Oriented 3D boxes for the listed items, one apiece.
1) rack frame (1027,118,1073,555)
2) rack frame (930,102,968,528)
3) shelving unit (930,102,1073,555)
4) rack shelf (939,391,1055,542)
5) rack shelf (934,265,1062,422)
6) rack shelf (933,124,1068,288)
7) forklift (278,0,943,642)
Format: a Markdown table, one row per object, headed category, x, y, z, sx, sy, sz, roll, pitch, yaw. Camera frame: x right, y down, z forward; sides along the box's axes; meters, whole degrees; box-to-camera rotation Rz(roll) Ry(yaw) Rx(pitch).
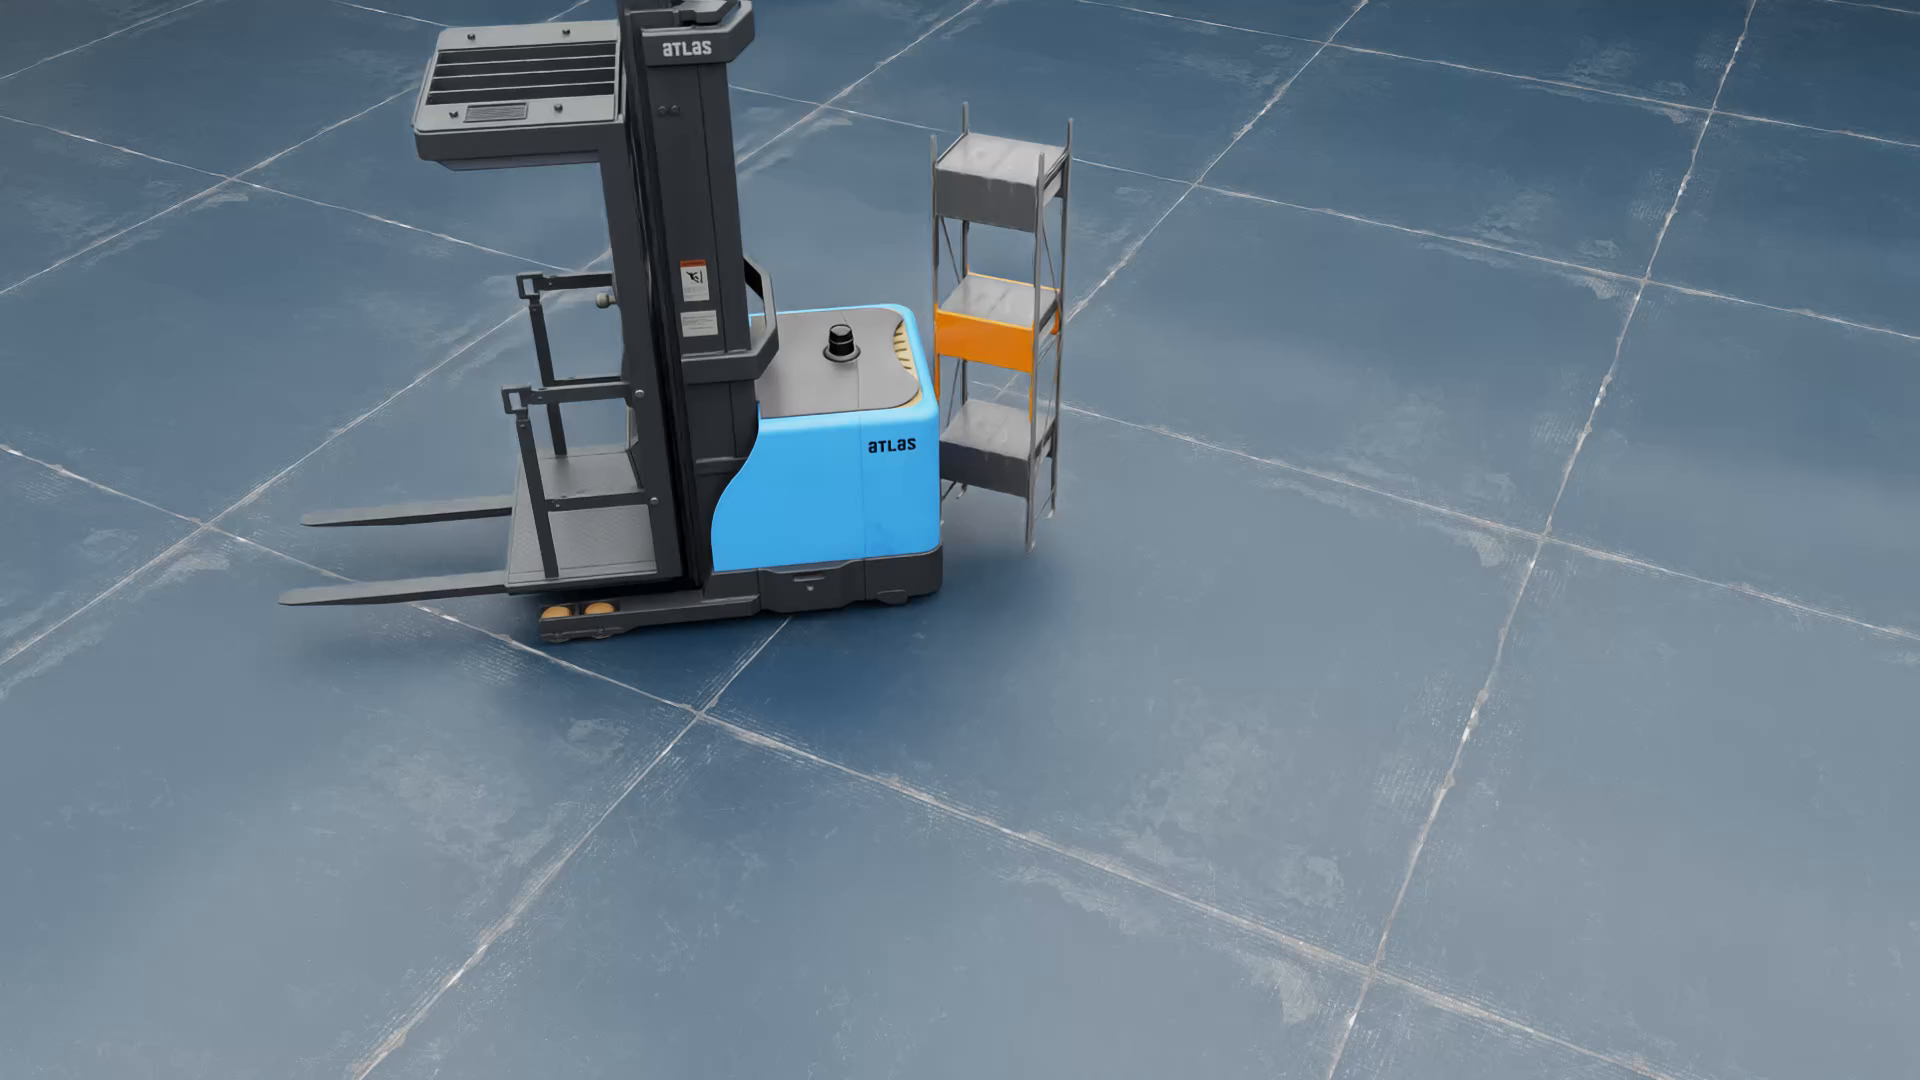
| category | x | y | z | sx | sy | sz | roll | pitch | yaw |
| --- | --- | --- | --- | --- | --- | --- | --- | --- | --- |
| rack frame | 0.408 | -0.878 | 7.690 | 0.015 | 2.100 | 0.400 | 14 | 39 | 17 |
| rack frame | -0.045 | -0.987 | 7.834 | 0.015 | 2.100 | 0.400 | 14 | 39 | 17 |
| shelving unit | 0.182 | -0.933 | 7.762 | 0.503 | 2.100 | 0.431 | 14 | 39 | 17 |
| rack shelf | 0.182 | -0.365 | 8.194 | 0.480 | 0.518 | 0.431 | 14 | 39 | 17 |
| rack shelf | 0.182 | -0.922 | 7.770 | 0.480 | 0.518 | 0.431 | 14 | 39 | 17 |
| rack shelf | 0.182 | -1.480 | 7.347 | 0.480 | 0.518 | 0.431 | 14 | 39 | 17 |
| forklift | -1.642 | -1.040 | 7.216 | 3.031 | 2.935 | 1.130 | -5 | 38 | -7 |
